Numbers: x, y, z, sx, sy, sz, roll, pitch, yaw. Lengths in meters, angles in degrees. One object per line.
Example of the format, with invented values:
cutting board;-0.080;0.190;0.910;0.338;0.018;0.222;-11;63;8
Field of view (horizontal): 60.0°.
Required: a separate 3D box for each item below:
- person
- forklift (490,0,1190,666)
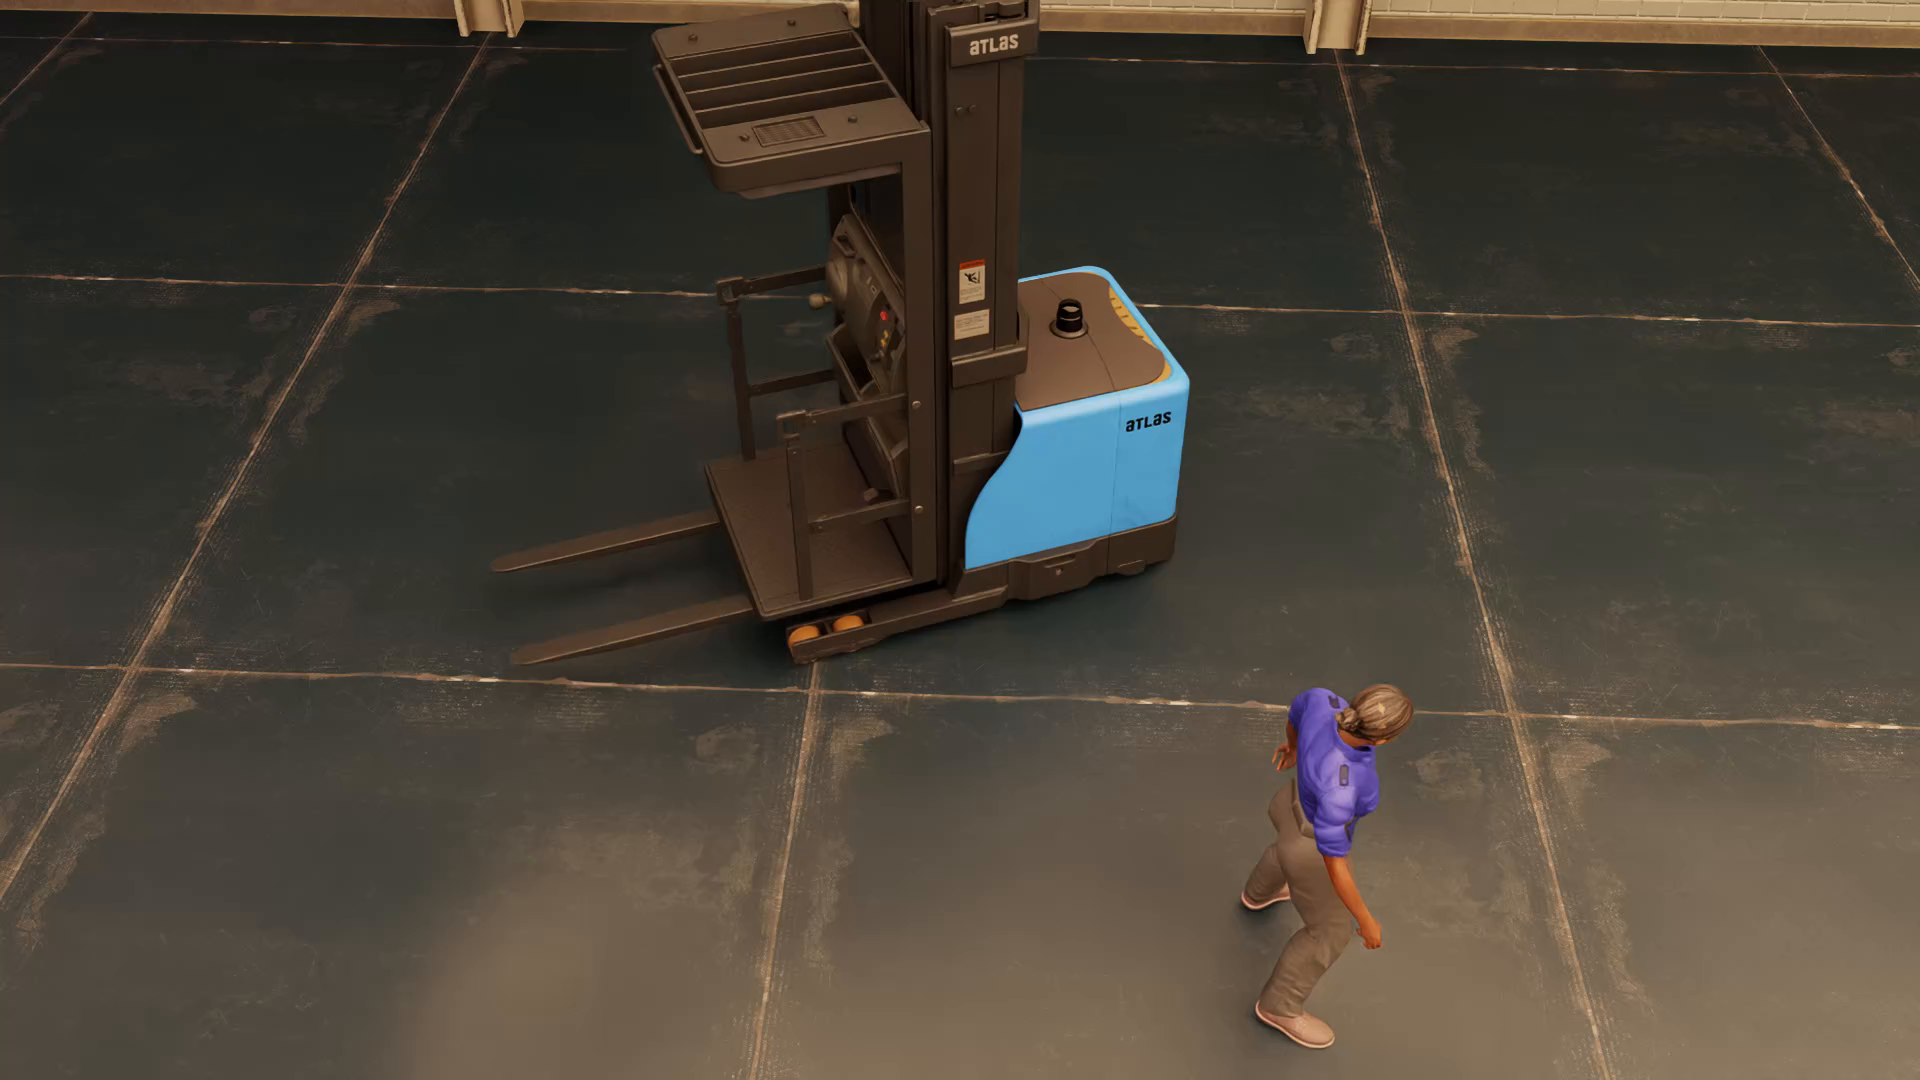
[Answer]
person;1.225;0.992;5.645;0.337;1.612;0.834;1;42;1
forklift;-0.573;-0.945;6.778;3.031;2.935;1.130;-13;44;-14
